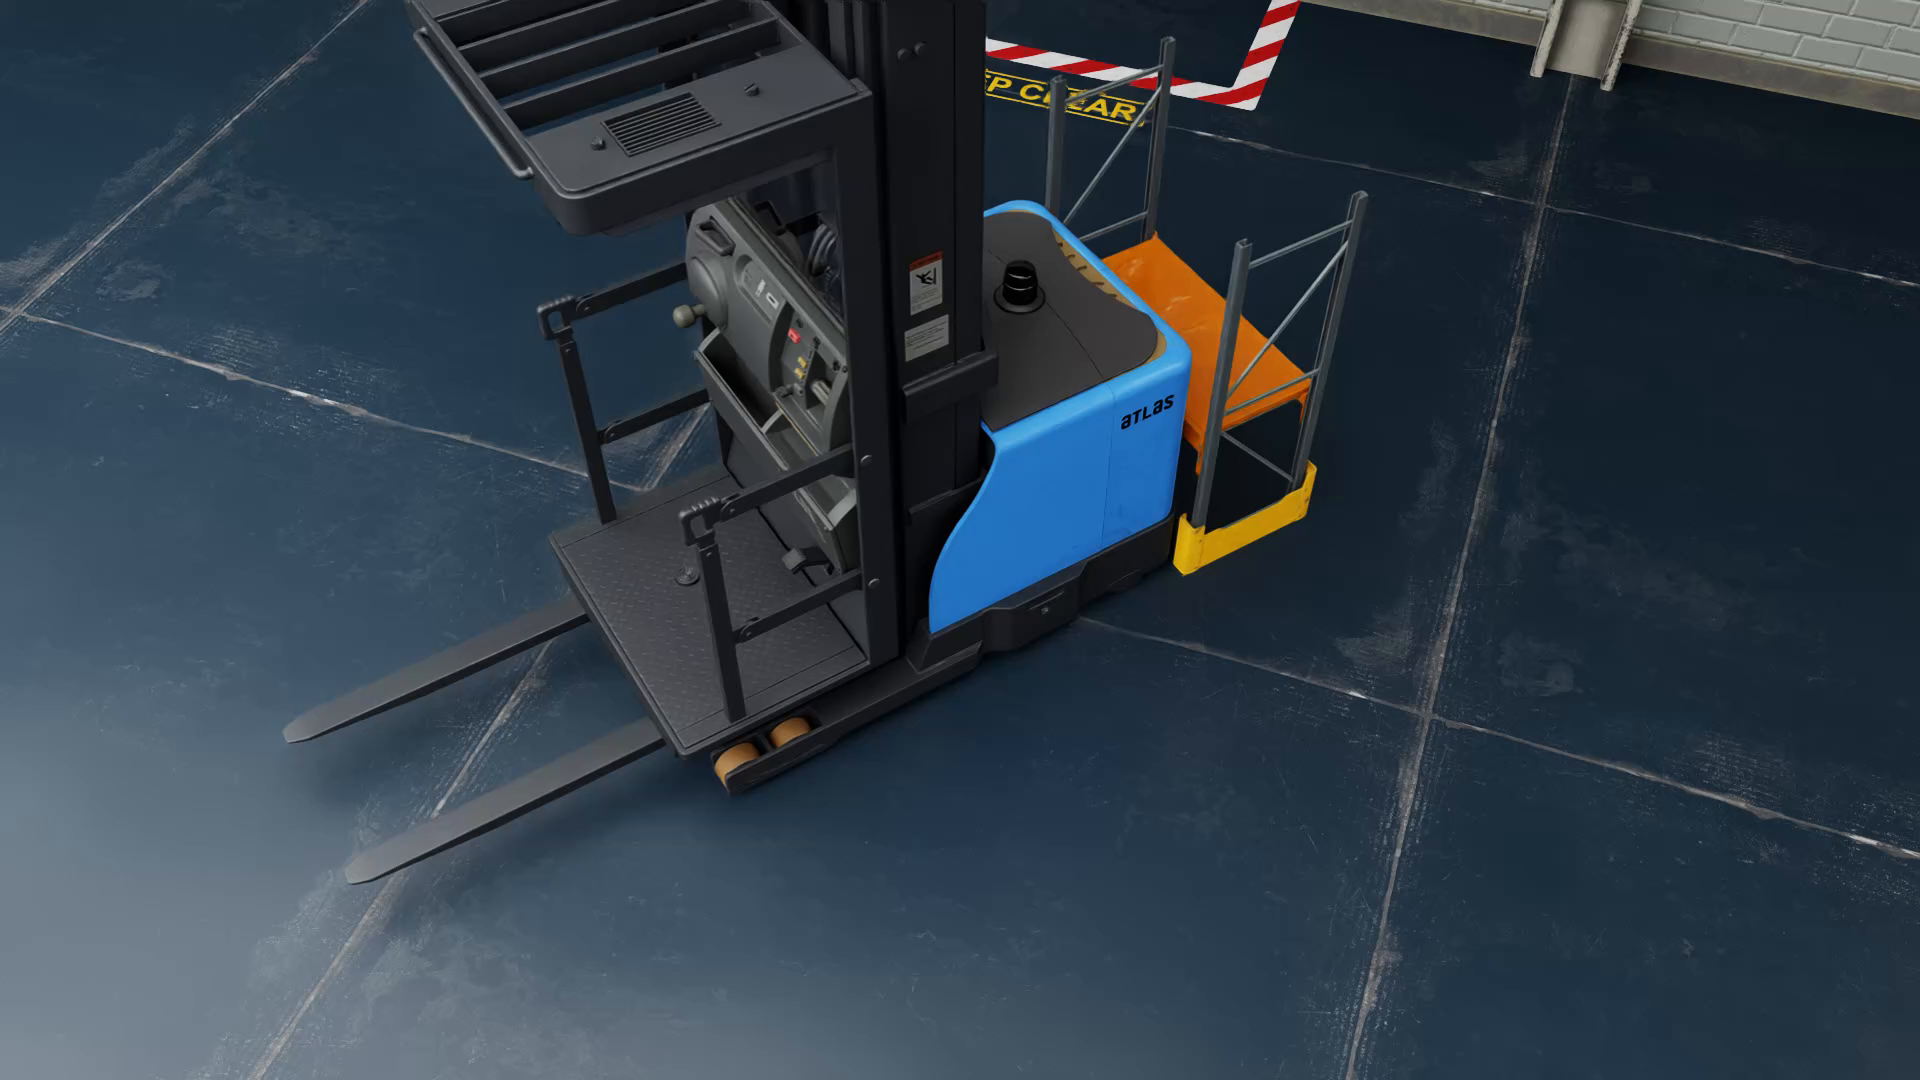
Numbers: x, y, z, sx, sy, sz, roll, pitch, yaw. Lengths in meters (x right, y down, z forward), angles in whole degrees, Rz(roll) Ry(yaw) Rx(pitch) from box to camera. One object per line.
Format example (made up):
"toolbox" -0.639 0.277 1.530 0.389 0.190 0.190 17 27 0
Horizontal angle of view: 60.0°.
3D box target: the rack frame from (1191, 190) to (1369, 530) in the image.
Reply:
"rack frame" 1.057 -0.498 5.689 0.500 1.500 0.032 -25 53 -20

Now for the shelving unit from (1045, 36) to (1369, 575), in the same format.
"shelving unit" 0.797 -0.821 5.968 0.587 1.500 1.083 -25 53 -20

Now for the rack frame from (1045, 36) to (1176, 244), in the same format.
"rack frame" 0.528 -1.155 6.258 0.500 1.500 0.032 -25 53 -20

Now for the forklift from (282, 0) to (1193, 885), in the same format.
"forklift" -0.750 -0.587 4.819 3.031 2.935 1.130 -25 54 -20

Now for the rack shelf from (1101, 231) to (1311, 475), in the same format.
"rack shelf" 0.792 -0.709 6.109 0.538 0.185 1.000 -25 53 -20

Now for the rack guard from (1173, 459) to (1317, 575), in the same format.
"rack guard" 1.055 -0.089 6.162 0.587 0.250 0.087 -25 53 -20

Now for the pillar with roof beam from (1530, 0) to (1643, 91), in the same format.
"pillar with roof beam" 1.574 -2.258 2.252 0.400 9.000 9.100 16 51 13
